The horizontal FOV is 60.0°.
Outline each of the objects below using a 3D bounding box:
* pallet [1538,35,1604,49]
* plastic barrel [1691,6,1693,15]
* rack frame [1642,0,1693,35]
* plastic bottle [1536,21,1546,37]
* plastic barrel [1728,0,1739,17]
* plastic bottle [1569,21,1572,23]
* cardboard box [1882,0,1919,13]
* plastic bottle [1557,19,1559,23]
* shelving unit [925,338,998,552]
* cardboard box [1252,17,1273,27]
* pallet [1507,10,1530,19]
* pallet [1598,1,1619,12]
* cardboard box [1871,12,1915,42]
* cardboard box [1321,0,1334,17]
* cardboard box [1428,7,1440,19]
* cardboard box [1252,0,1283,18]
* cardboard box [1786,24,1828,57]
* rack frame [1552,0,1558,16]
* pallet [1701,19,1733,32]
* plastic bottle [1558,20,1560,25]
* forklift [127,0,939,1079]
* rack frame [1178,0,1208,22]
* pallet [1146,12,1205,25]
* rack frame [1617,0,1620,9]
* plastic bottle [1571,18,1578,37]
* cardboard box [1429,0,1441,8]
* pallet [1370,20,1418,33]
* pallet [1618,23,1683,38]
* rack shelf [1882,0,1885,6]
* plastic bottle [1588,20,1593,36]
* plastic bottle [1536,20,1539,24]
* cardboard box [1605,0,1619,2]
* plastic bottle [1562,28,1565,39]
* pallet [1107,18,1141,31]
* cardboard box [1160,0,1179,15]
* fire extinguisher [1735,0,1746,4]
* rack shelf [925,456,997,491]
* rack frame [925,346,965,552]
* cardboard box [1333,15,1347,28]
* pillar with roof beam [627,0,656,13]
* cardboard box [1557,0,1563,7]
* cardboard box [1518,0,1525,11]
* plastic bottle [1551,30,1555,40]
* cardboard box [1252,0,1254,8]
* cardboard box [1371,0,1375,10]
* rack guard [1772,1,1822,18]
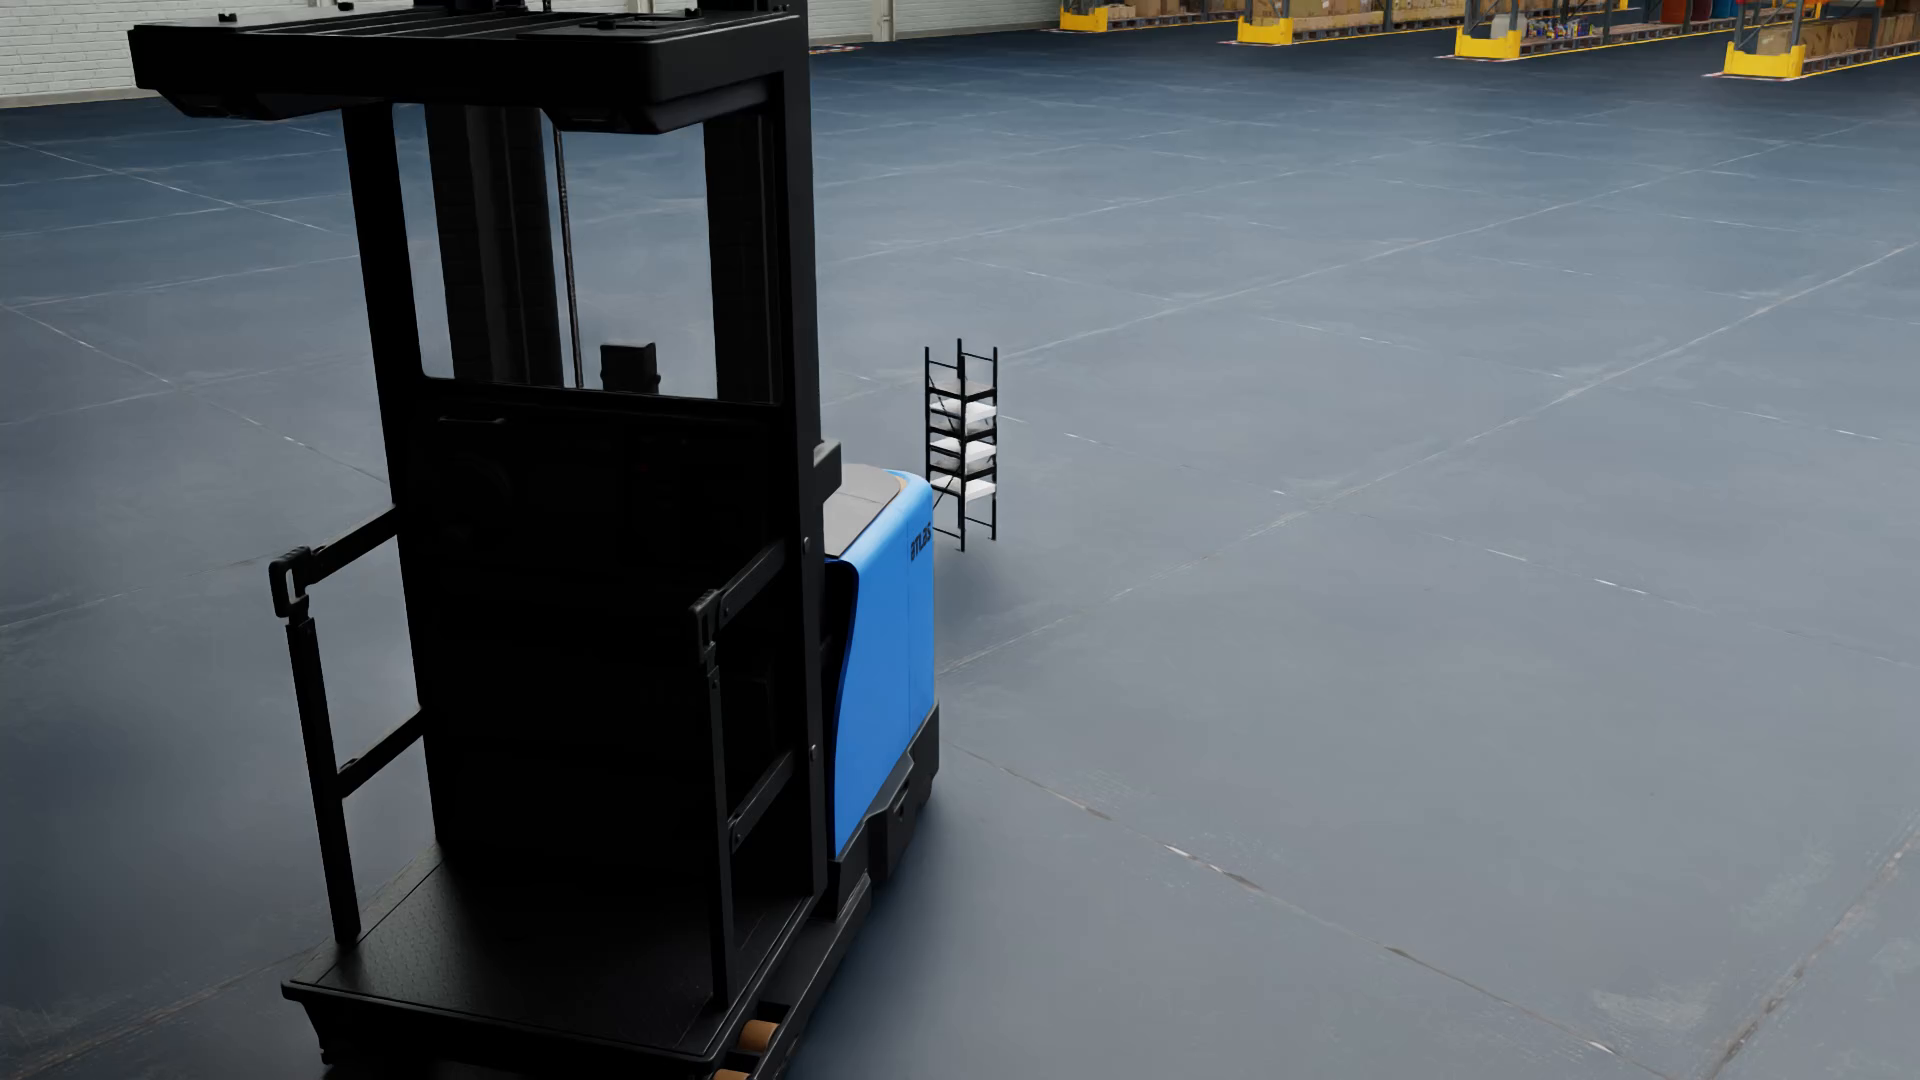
[{"bbox_3d":[12.120,-9.982,33.252,1.003,0.211,1.213,19,28,41],"label":"pallet"},{"bbox_3d":[16.068,-11.807,36.994,0.421,0.512,0.421,0,21,0],"label":"plastic barrel"},{"bbox_3d":[15.409,-12.474,35.848,1.000,3.000,0.127,19,28,41],"label":"rack frame"},{"bbox_3d":[11.454,-10.088,32.823,0.152,0.276,0.135,19,28,41],"label":"plastic bottle"},{"bbox_3d":[17.808,-12.584,38.472,0.600,0.901,0.708,19,28,41],"label":"plastic barrel"},{"bbox_3d":[12.118,-10.124,32.916,0.152,0.276,0.135,19,28,41],"label":"plastic bottle"},{"bbox_3d":[18.149,-10.305,32.029,0.500,0.250,0.500,-16,26,-36],"label":"cardboard box"},{"bbox_3d":[11.953,-10.295,33.351,0.061,0.283,0.133,19,28,41],"label":"plastic bottle"},{"bbox_3d":[0.006,-0.422,7.419,0.258,0.900,0.210,19,28,41],"label":"shelving unit"},{"bbox_3d":[6.444,-10.783,34.695,0.500,0.250,0.500,19,28,41],"label":"cardboard box"},{"bbox_3d":[13.262,-12.908,40.863,1.003,0.211,1.213,19,28,41],"label":"pallet"},{"bbox_3d":[16.835,-14.245,44.342,1.003,0.211,1.213,19,28,41],"label":"pallet"},{"bbox_3d":[17.736,-9.803,31.769,0.500,0.500,0.700,-17,27,-38],"label":"cardboard box"},{"bbox_3d":[7.502,-11.264,34.902,0.500,0.500,0.500,19,28,41],"label":"cardboard box"},{"bbox_3d":[10.604,-12.036,37.956,0.500,0.250,0.500,-20,28,-41],"label":"cardboard box"},{"bbox_3d":[6.443,-11.134,34.562,0.500,0.500,0.500,19,28,41],"label":"cardboard box"},{"bbox_3d":[14.667,-8.682,28.881,0.500,0.500,0.500,-17,27,-37],"label":"cardboard box"},{"bbox_3d":[14.653,-14.743,41.752,1.000,3.000,0.127,19,28,41],"label":"rack frame"},{"bbox_3d":[16.780,-11.698,37.715,1.003,0.211,1.213,19,28,41],"label":"pallet"},{"bbox_3d":[12.082,-10.406,33.656,0.097,0.271,0.097,0,21,0],"label":"plastic bottle"},{"bbox_3d":[-0.946,-0.111,3.777,1.130,2.935,3.031,6,22,14],"label":"forklift"},{"bbox_3d":[5.521,-13.926,39.624,1.000,3.000,0.127,19,28,41],"label":"rack frame"},{"bbox_3d":[5.077,-12.443,39.653,1.003,0.211,1.213,19,28,41],"label":"pallet"},{"bbox_3d":[17.444,-15.771,44.427,1.000,3.000,0.127,19,28,41],"label":"rack frame"},{"bbox_3d":[12.017,-10.045,32.607,0.144,0.351,0.185,19,28,40],"label":"plastic bottle"},{"bbox_3d":[10.611,-12.301,37.862,0.500,0.311,0.500,-19,28,-41],"label":"cardboard box"},{"bbox_3d":[9.558,-11.584,37.420,1.003,0.211,1.213,19,28,41],"label":"pallet"},{"bbox_3d":[14.841,-10.983,35.856,1.003,0.211,1.213,19,28,41],"label":"pallet"},{"bbox_3d":[17.563,-10.385,31.415,1.077,0.370,4.000,19,28,41],"label":"rack shelf"},{"bbox_3d":[12.519,-10.177,33.045,0.133,0.283,0.061,-18,28,-39],"label":"plastic bottle"},{"bbox_3d":[11.482,-10.199,33.103,0.133,0.283,0.061,-19,28,-40],"label":"plastic bottle"},{"bbox_3d":[17.241,-14.609,44.272,0.500,0.500,0.500,19,28,41],"label":"cardboard box"},{"bbox_3d":[11.694,-9.844,32.293,0.097,0.201,0.097,0,21,0],"label":"plastic bottle"},{"bbox_3d":[3.375,-11.815,38.021,1.003,0.211,1.213,19,28,41],"label":"pallet"},{"bbox_3d":[4.825,-12.687,39.274,0.500,0.500,0.500,17,27,37],"label":"cardboard box"},{"bbox_3d":[12.967,-9.228,27.510,0.296,0.674,0.183,19,28,41],"label":"fire extinguisher"},{"bbox_3d":[0.006,-0.307,7.463,0.258,0.077,0.200,19,28,41],"label":"rack shelf"},{"bbox_3d":[-0.065,-0.396,7.351,0.240,0.900,0.006,19,28,41],"label":"rack frame"},{"bbox_3d":[7.863,-11.039,35.360,0.500,0.250,0.500,19,28,41],"label":"cardboard box"},{"bbox_3d":[-2.688,-11.932,26.076,9.100,9.000,0.400,19,28,41],"label":"pillar with roof beam"},{"bbox_3d":[15.101,-13.747,42.295,0.500,0.311,0.500,19,28,41],"label":"cardboard box"},{"bbox_3d":[13.460,-13.198,40.603,0.500,0.500,0.500,18,27,39],"label":"cardboard box"},{"bbox_3d":[11.389,-9.732,32.000,0.097,0.201,0.097,0,21,0],"label":"plastic bottle"},{"bbox_3d":[7.077,-13.556,41.534,0.700,0.500,0.500,19,28,40],"label":"cardboard box"},{"bbox_3d":[9.149,-12.037,37.176,0.500,0.311,0.500,19,28,41],"label":"cardboard box"},{"bbox_3d":[20.997,-13.373,41.672,1.175,0.500,0.348,19,28,41],"label":"rack guard"}]
